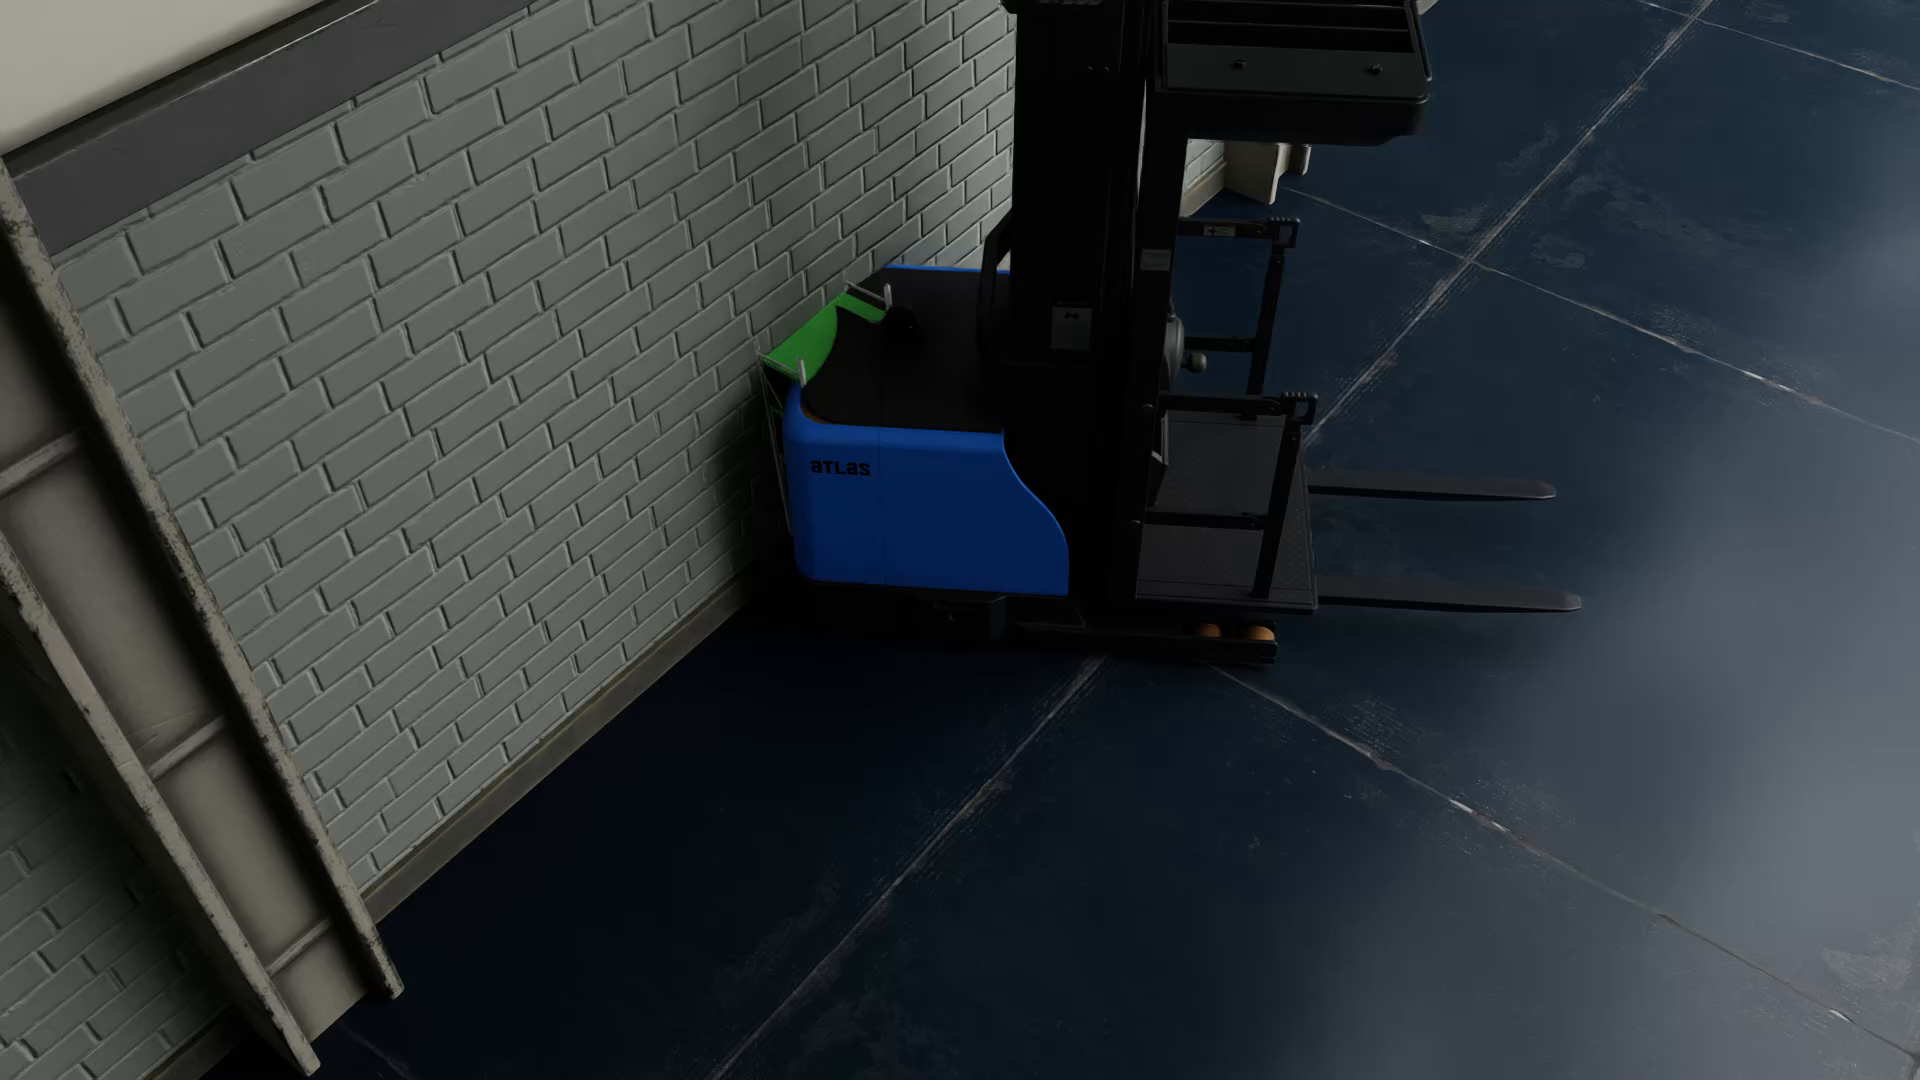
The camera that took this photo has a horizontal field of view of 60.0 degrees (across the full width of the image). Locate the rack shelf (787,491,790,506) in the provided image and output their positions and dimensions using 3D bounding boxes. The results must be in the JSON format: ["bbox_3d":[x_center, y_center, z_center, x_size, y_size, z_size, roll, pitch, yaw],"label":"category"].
[{"bbox_3d":[-0.455,-0.231,6.701,0.258,0.148,0.480,28,56,26],"label":"rack shelf"}]

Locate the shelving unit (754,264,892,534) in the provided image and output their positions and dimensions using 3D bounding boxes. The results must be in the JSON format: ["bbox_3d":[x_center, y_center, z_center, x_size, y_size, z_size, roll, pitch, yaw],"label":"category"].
[{"bbox_3d":[-0.472,-0.434,6.475,0.258,1.200,0.503,28,56,26],"label":"shelving unit"}]

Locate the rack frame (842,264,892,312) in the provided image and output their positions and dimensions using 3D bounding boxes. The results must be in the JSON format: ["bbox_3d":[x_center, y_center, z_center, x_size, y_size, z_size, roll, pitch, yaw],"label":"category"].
[{"bbox_3d":[-0.323,-0.583,6.598,0.240,1.200,0.015,28,56,26],"label":"rack frame"}]

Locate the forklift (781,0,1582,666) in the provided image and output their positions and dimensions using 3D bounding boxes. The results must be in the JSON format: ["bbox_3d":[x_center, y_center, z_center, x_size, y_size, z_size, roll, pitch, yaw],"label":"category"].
[{"bbox_3d":[0.899,-0.927,5.773,3.031,2.935,1.130,3,46,3],"label":"forklift"}]

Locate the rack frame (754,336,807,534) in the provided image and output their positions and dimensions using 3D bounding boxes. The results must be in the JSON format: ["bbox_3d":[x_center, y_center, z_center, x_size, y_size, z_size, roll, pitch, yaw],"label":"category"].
[{"bbox_3d":[-0.620,-0.284,6.352,0.240,1.200,0.015,28,56,26],"label":"rack frame"}]

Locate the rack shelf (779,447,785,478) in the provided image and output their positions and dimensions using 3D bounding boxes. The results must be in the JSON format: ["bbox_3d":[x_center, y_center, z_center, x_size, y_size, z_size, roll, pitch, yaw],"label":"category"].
[{"bbox_3d":[-0.468,-0.391,6.523,0.258,0.148,0.480,28,56,26],"label":"rack shelf"}]

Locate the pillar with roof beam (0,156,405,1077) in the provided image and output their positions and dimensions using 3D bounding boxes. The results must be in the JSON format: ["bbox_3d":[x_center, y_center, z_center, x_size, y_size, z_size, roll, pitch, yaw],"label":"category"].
[{"bbox_3d":[1.331,0.323,0.383,9.100,9.000,0.400,29,53,25],"label":"pillar with roof beam"}]

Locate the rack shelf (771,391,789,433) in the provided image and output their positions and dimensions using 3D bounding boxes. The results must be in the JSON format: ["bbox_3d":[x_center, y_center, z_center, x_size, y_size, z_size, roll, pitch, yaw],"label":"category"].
[{"bbox_3d":[-0.481,-0.551,6.344,0.258,0.148,0.480,28,56,26],"label":"rack shelf"}]

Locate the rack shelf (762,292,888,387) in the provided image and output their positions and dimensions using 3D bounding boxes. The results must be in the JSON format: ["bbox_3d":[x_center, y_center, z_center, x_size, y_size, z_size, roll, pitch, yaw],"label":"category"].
[{"bbox_3d":[-0.494,-0.711,6.166,0.258,0.148,0.480,28,56,26],"label":"rack shelf"}]

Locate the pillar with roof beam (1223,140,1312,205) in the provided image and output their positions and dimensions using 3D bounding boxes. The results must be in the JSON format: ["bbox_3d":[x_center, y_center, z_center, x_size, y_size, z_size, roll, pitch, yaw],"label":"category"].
[{"bbox_3d":[5.000,-3.110,3.663,9.100,9.000,0.400,29,53,25],"label":"pillar with roof beam"}]
